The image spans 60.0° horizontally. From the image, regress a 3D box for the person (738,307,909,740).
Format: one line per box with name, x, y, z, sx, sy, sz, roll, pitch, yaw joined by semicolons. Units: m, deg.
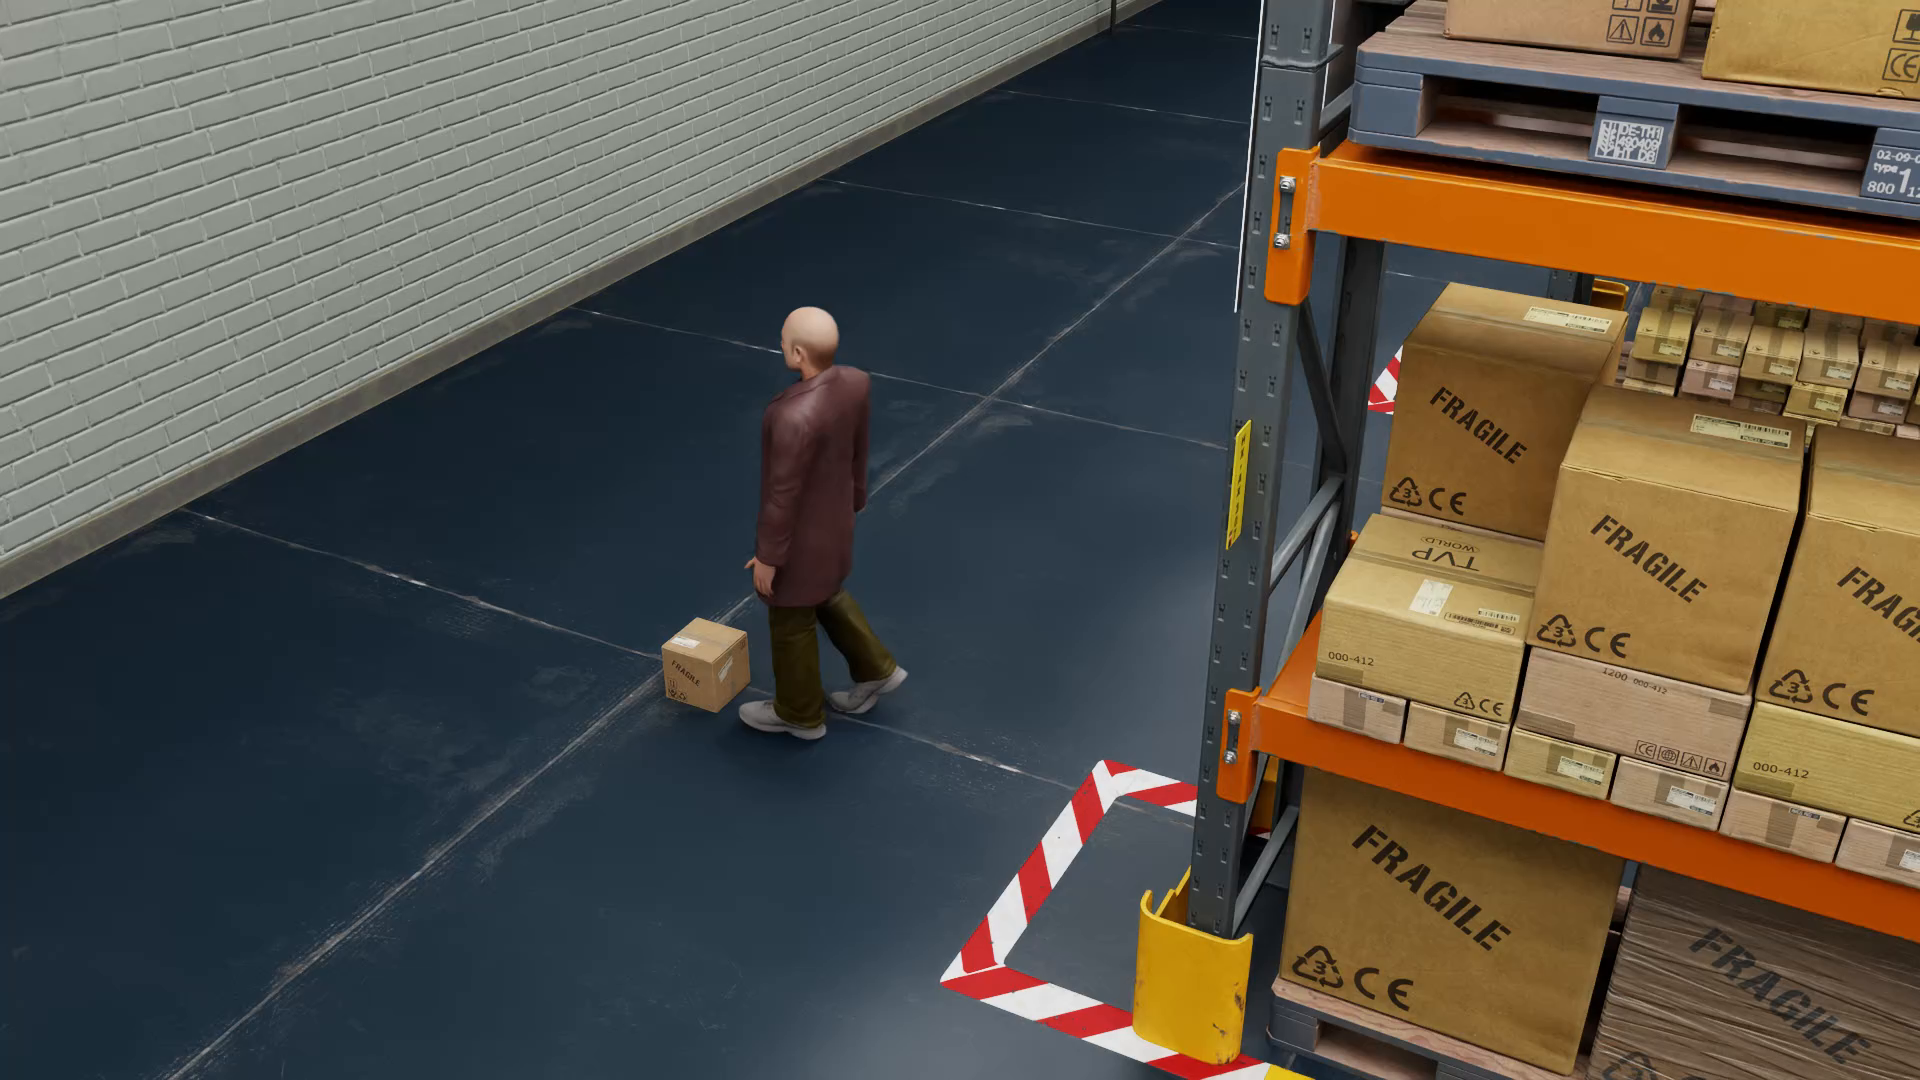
person;-0.580;-0.024;6.204;0.580;1.806;0.625;14;33;24
